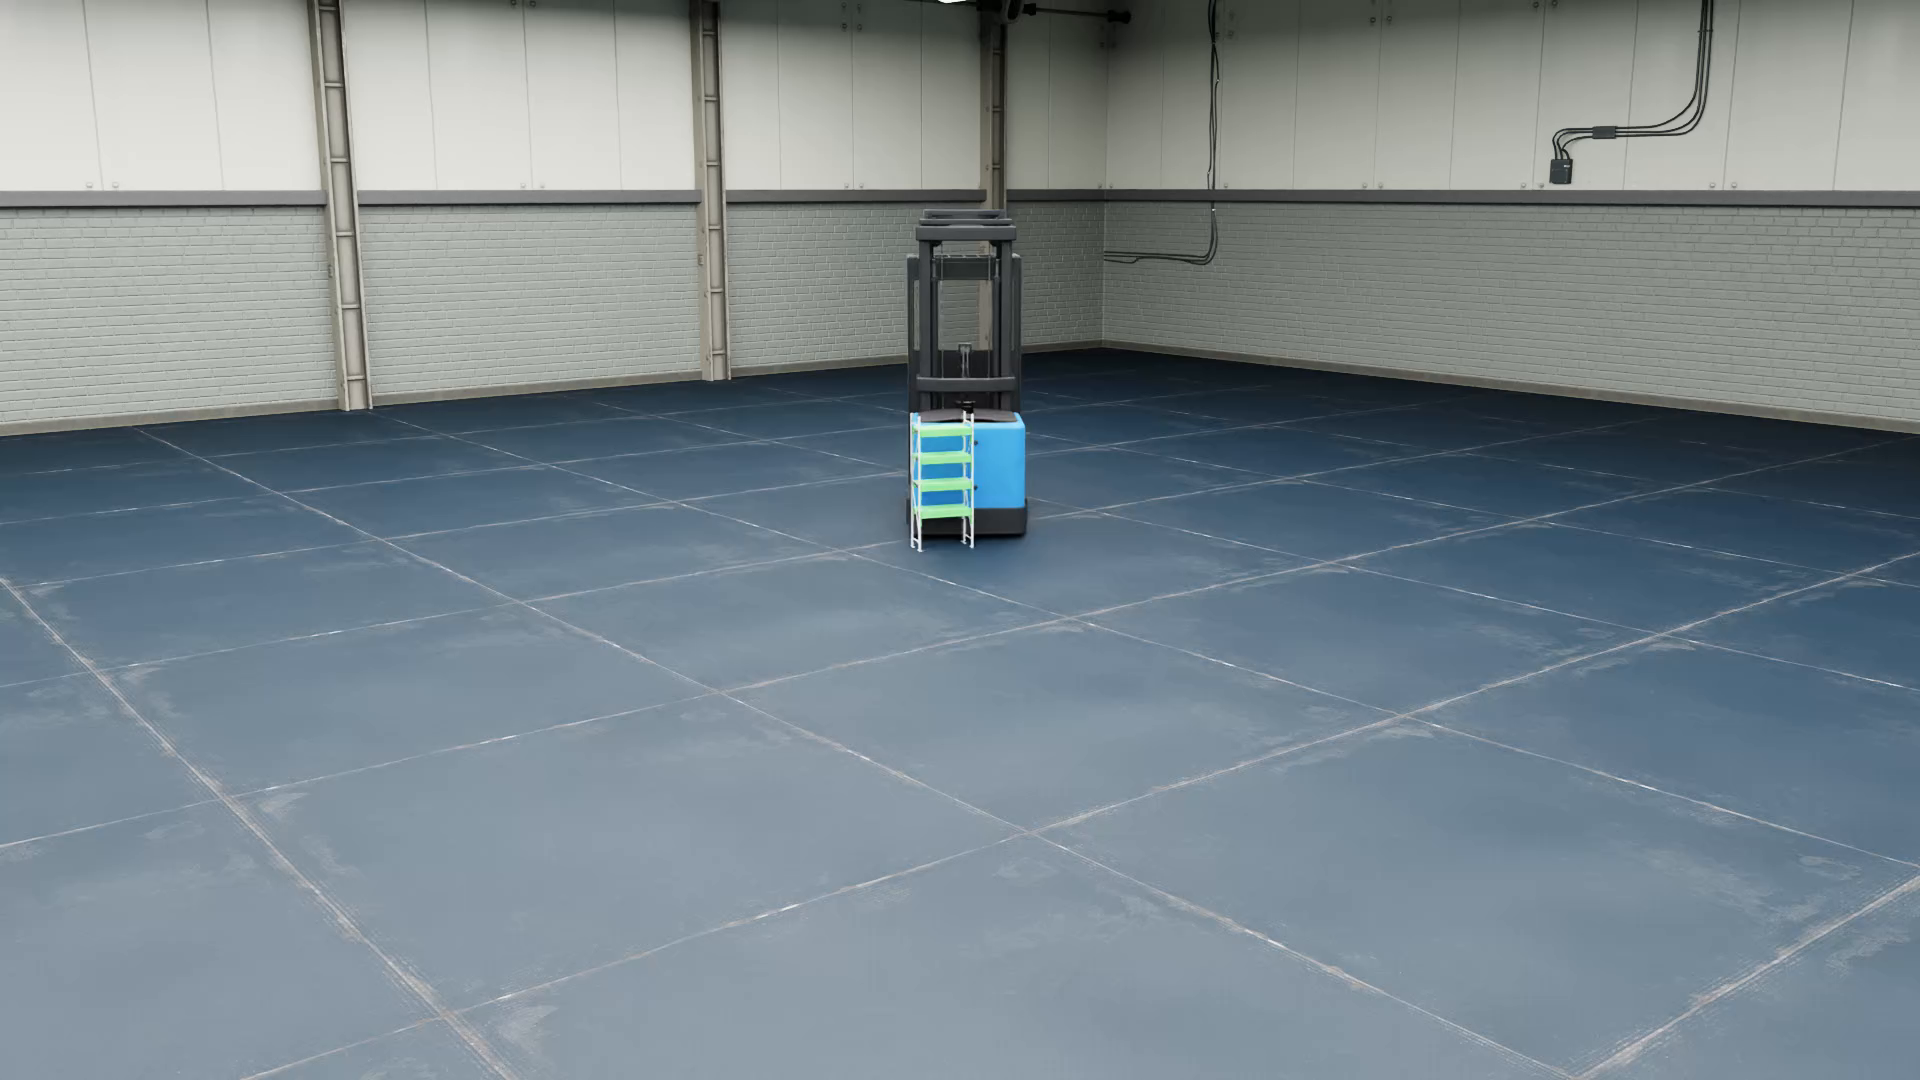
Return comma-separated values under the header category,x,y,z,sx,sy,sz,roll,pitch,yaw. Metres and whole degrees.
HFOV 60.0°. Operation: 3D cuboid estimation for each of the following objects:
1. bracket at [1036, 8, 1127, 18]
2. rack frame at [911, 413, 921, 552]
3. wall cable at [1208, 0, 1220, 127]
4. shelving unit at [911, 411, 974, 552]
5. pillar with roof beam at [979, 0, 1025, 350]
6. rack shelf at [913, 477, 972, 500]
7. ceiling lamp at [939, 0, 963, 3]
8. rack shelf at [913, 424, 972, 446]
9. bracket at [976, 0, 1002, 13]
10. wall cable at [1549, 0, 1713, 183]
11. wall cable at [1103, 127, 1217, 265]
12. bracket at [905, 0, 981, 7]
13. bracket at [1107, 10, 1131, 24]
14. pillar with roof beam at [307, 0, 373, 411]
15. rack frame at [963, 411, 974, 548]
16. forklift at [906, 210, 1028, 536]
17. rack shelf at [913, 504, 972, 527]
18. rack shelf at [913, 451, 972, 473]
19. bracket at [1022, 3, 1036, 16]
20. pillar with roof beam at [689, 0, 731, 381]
category,x,y,z,sx,sy,sz,roll,pitch,yaw
bracket,2.550,-9.851,31.192,3.189,0.066,0.076,-9,15,-38
rack frame,-0.389,-0.505,14.618,0.015,1.200,0.240,-4,13,-18
wall cable,5.431,-8.544,29.018,0.112,2.526,3.097,-9,15,-38
shelving unit,-0.157,-0.521,14.692,0.503,1.200,0.258,-4,13,-18
pillar with roof beam,3.304,-7.165,27.208,0.548,9.000,9.100,-9,15,-38
rack shelf,-0.157,-0.458,14.706,0.480,0.148,0.258,-4,13,-18
ceiling lamp,0.564,-9.447,23.900,0.800,3.185,2.000,-9,15,-38
rack shelf,-0.157,-0.928,14.606,0.480,0.148,0.258,-4,13,-18
bracket,0.512,-9.513,29.597,0.430,0.232,0.235,-9,15,-38
wall cable,9.659,-8.153,23.672,0.169,6.003,2.305,-9,15,-38
wall cable,3.741,-6.512,31.609,0.112,2.526,3.097,-9,15,-38
bracket,-1.500,-9.178,28.023,4.783,0.066,0.076,-9,15,-38
bracket,3.011,-9.928,31.553,0.430,0.232,0.235,-9,15,-38
pillar with roof beam,-6.066,-5.608,19.875,0.400,9.000,9.100,-9,15,-38
rack frame,0.075,-0.537,14.767,0.015,1.200,0.240,-4,13,-18
forklift,0.032,-1.728,16.208,1.130,2.935,3.031,0,12,-2
rack shelf,-0.157,-0.224,14.755,0.480,0.148,0.258,-4,13,-18
rack shelf,-0.157,-0.693,14.656,0.480,0.148,0.258,-4,13,-18
bracket,1.161,-9.620,30.104,0.430,0.232,0.235,-9,15,-38
pillar with roof beam,-1.381,-6.387,23.541,0.548,9.000,9.100,-9,15,-38
